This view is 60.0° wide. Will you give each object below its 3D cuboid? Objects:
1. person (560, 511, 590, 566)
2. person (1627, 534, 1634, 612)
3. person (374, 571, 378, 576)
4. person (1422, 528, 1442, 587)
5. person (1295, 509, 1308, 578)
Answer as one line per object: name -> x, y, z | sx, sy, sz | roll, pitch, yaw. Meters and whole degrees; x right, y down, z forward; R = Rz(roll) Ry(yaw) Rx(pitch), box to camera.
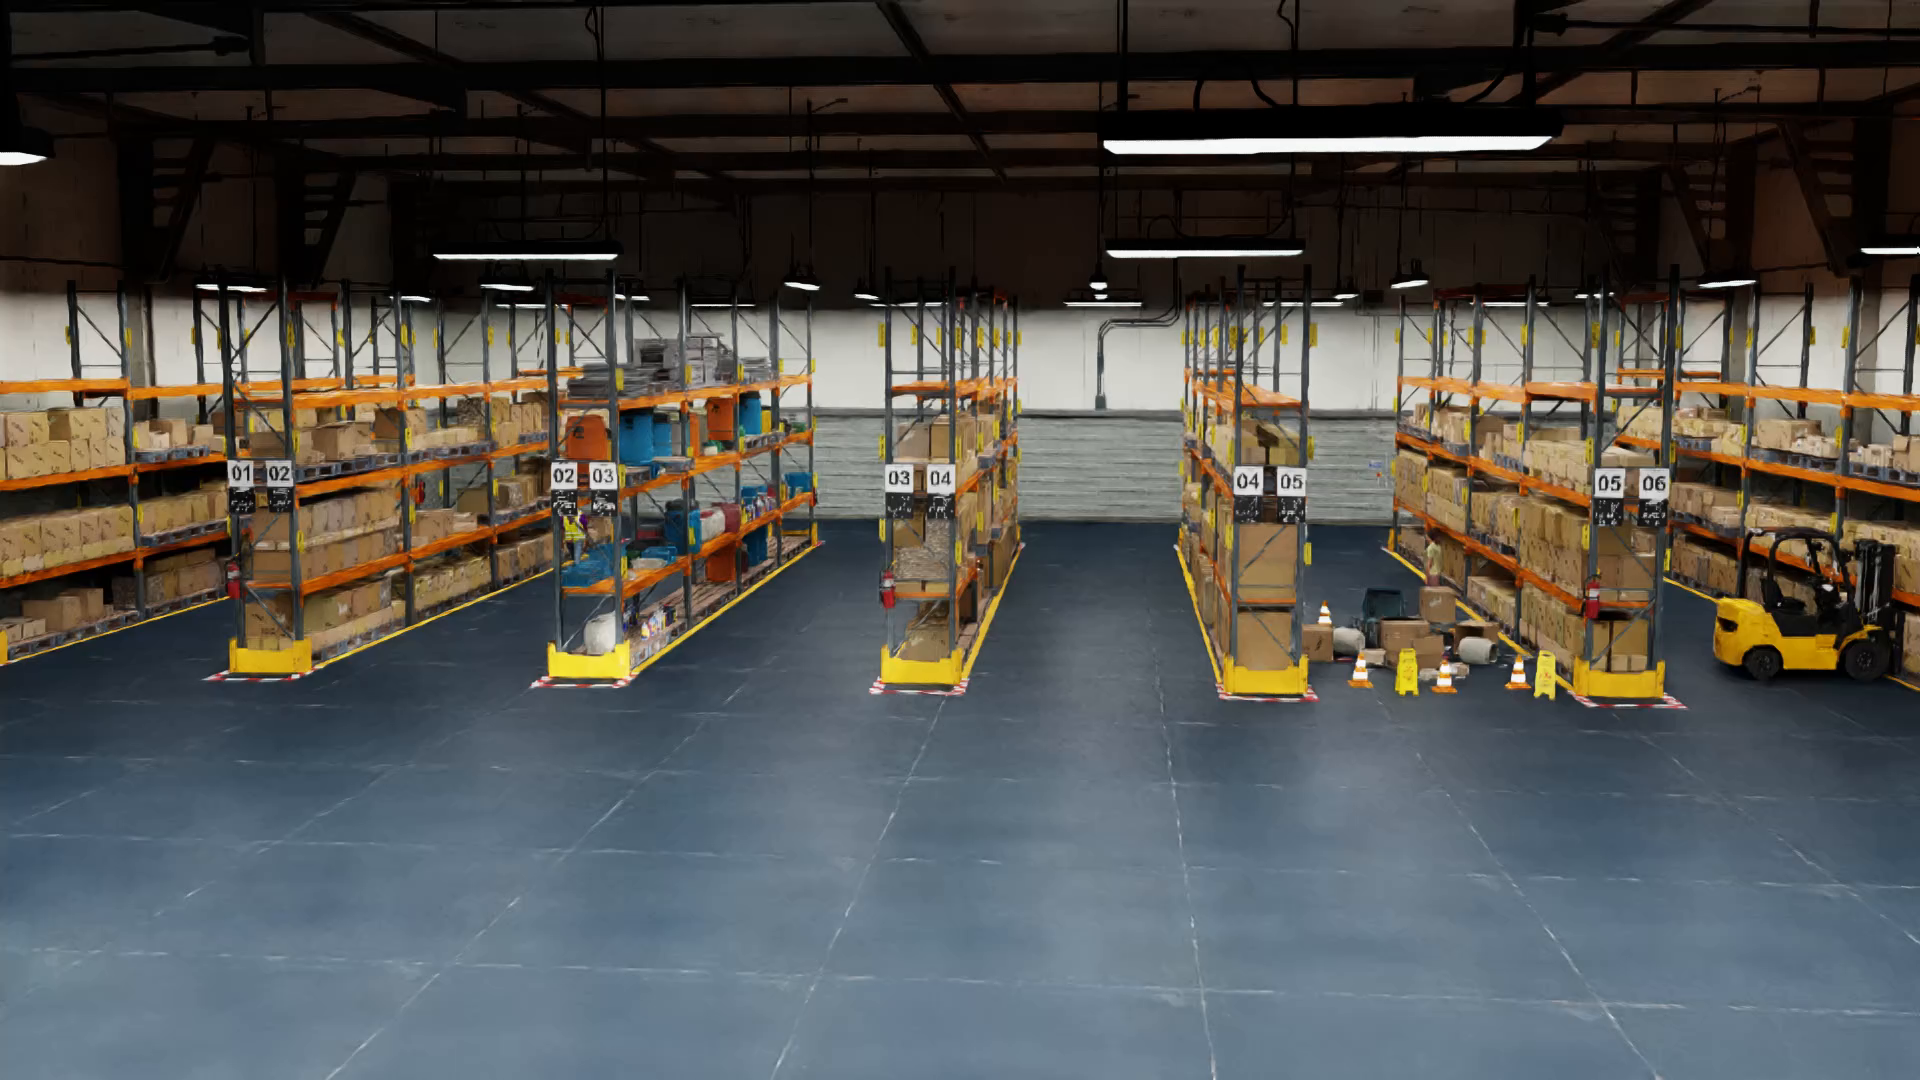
person -> -8.014, -0.023, 34.417 | 0.577, 1.691, 1.121 | 1, 7, 7
person -> 12.134, 0.481, 30.435 | 0.534, 1.662, 0.557 | 5, 8, 34
person -> -11.931, 0.156, 33.387 | 0.580, 1.619, 0.507 | 0, 7, 3
person -> 8.240, 0.620, 29.181 | 0.569, 1.665, 0.558 | 4, 8, 30
person -> 6.977, -0.085, 34.663 | 0.501, 1.758, 0.588 | 5, 9, 36
